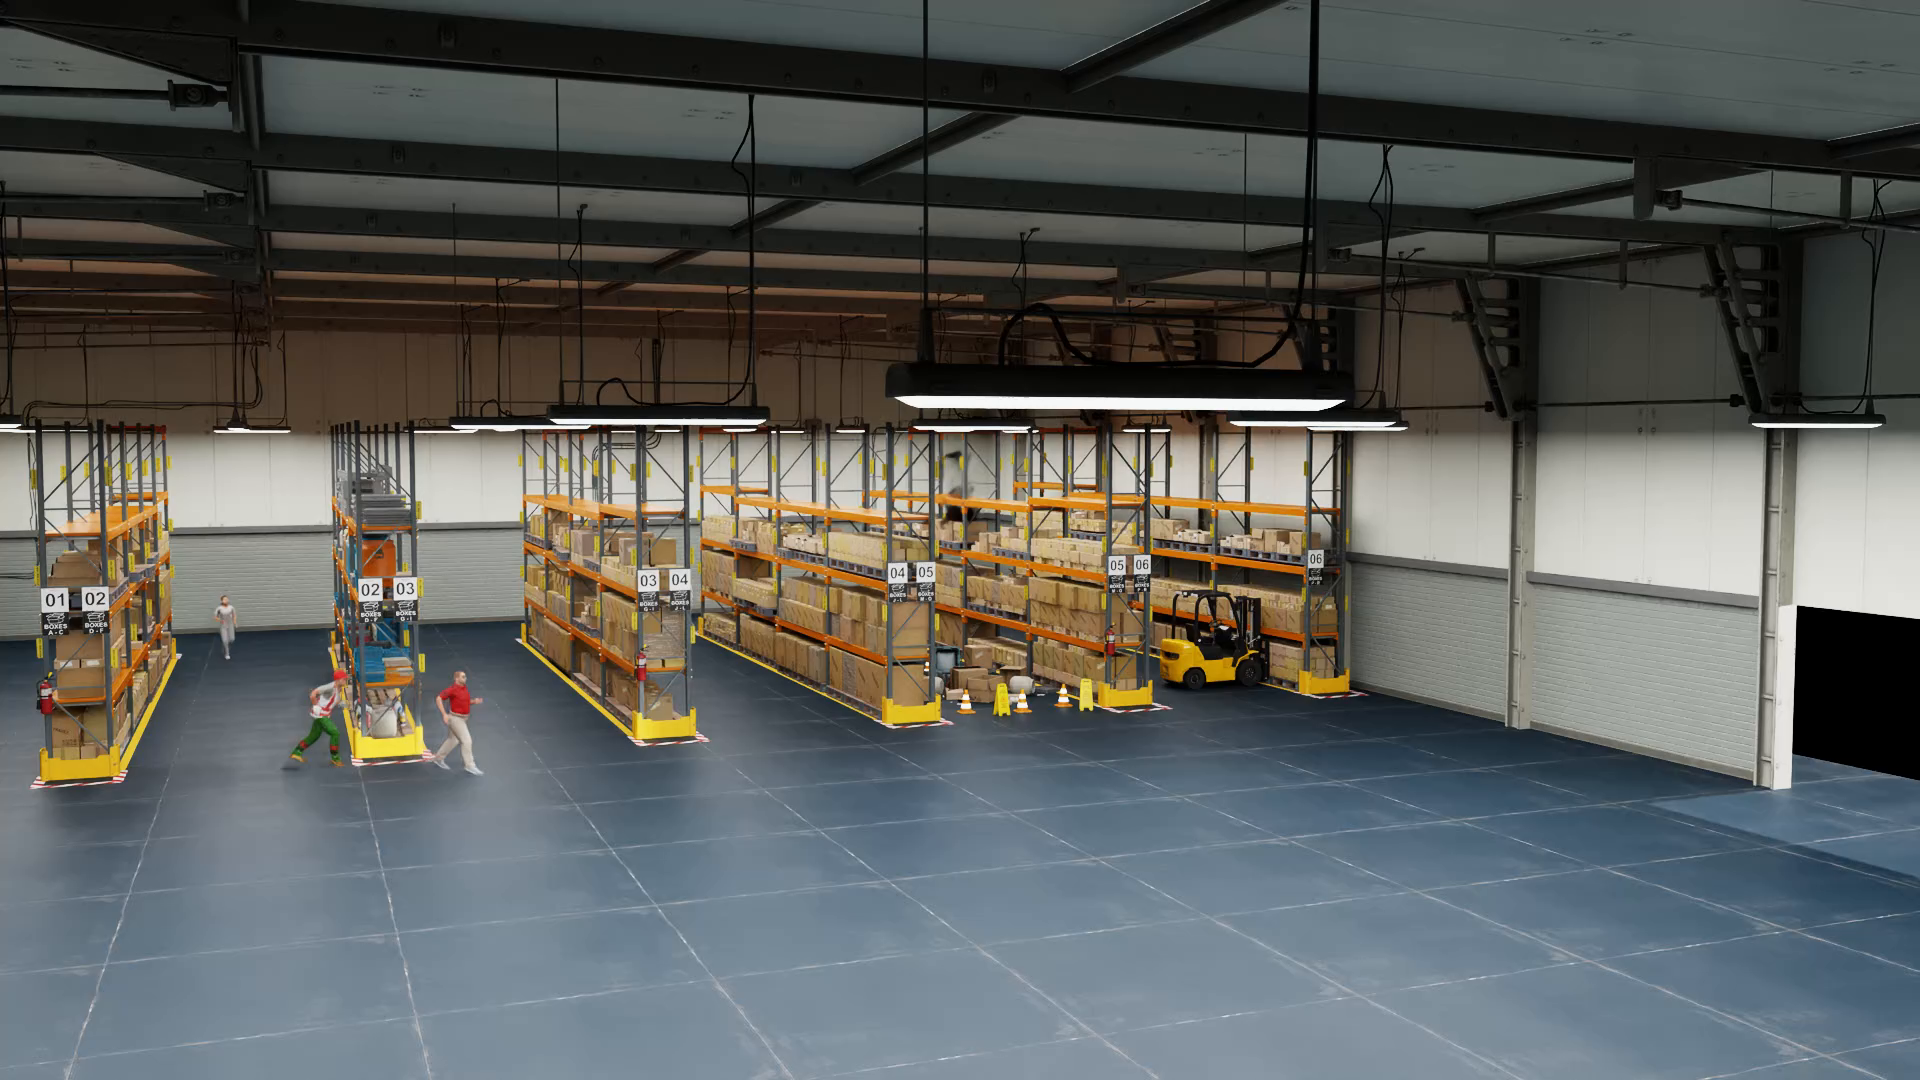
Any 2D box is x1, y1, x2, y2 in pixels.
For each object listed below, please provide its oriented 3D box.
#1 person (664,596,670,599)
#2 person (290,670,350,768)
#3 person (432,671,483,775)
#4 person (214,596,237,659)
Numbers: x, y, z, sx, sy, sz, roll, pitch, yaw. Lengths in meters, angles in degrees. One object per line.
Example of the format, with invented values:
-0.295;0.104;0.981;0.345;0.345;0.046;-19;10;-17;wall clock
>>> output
-8.580;1.950;47.402;0.658;1.656;0.741;1;4;13;person
-11.045;3.111;28.669;1.054;1.731;0.696;0;4;-1;person
-8.515;3.088;28.128;0.920;1.768;0.643;0;4;2;person
-18.896;2.241;42.823;0.564;1.629;0.566;-3;5;-38;person
